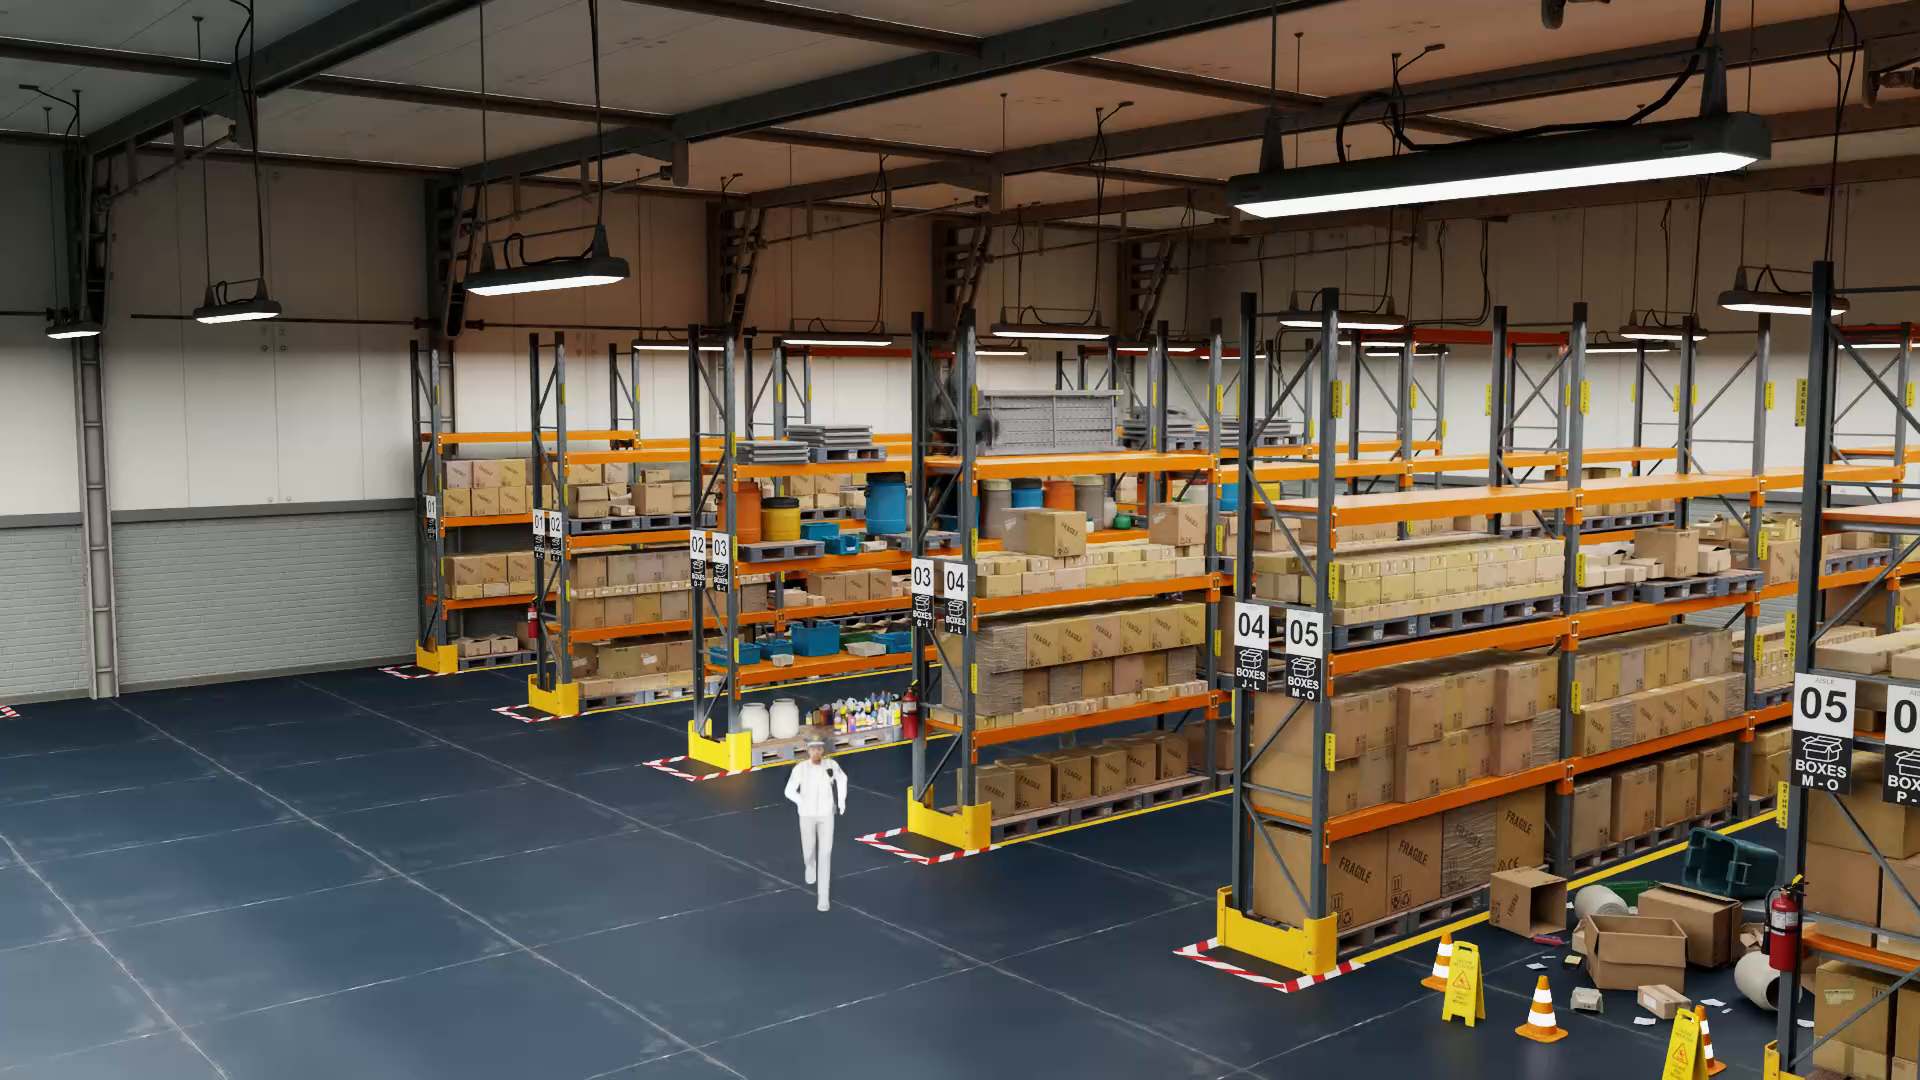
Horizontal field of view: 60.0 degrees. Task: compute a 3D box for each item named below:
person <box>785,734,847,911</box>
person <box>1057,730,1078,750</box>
[{"bbox_3d":[-1.433,2.763,16.676,0.632,1.691,0.941,-1,5,-8],"label":"person"},{"bbox_3d":[1.420,2.212,22.935,0.590,1.740,0.726,5,7,42],"label":"person"}]
